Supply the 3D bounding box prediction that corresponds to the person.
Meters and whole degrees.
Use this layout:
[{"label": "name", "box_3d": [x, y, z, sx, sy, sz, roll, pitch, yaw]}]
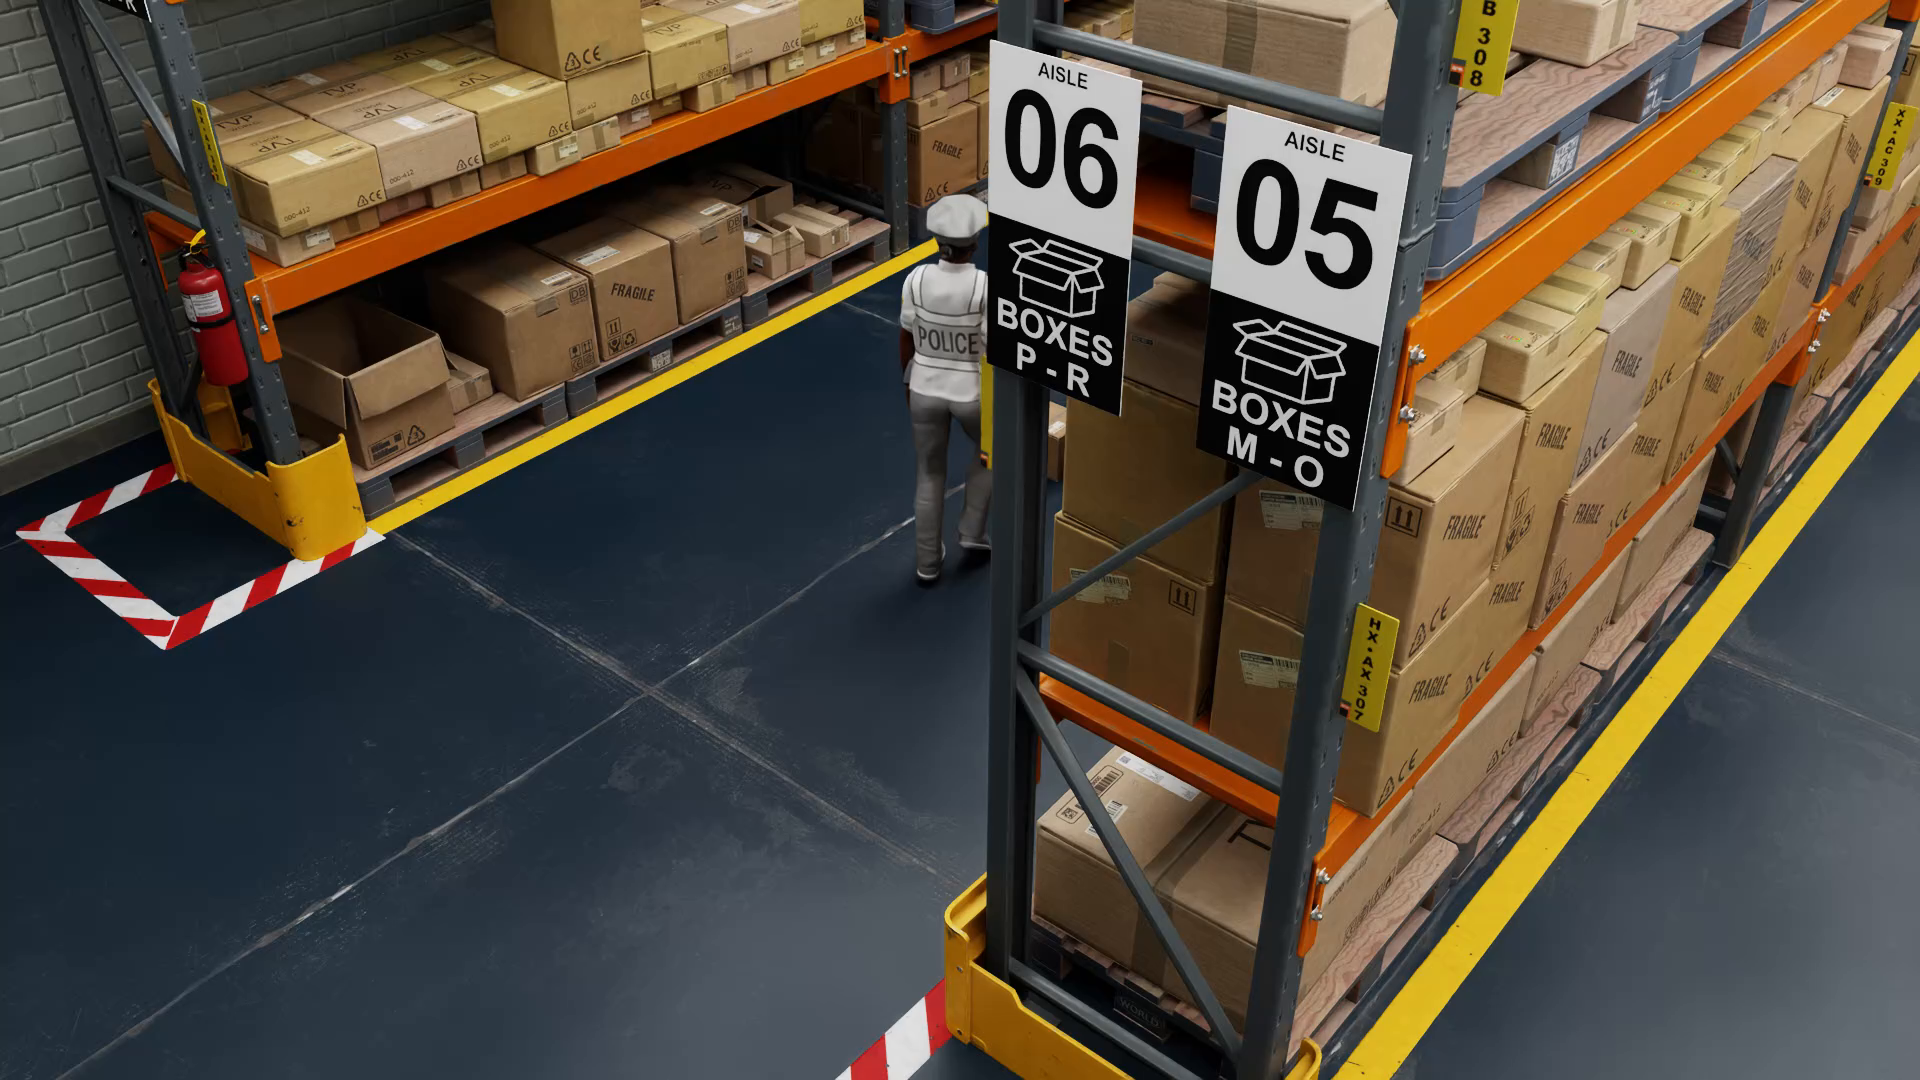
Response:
[{"label": "person", "box_3d": [-0.034, -0.585, 6.965, 0.447, 1.710, 0.414, 5, 36, 7]}]
